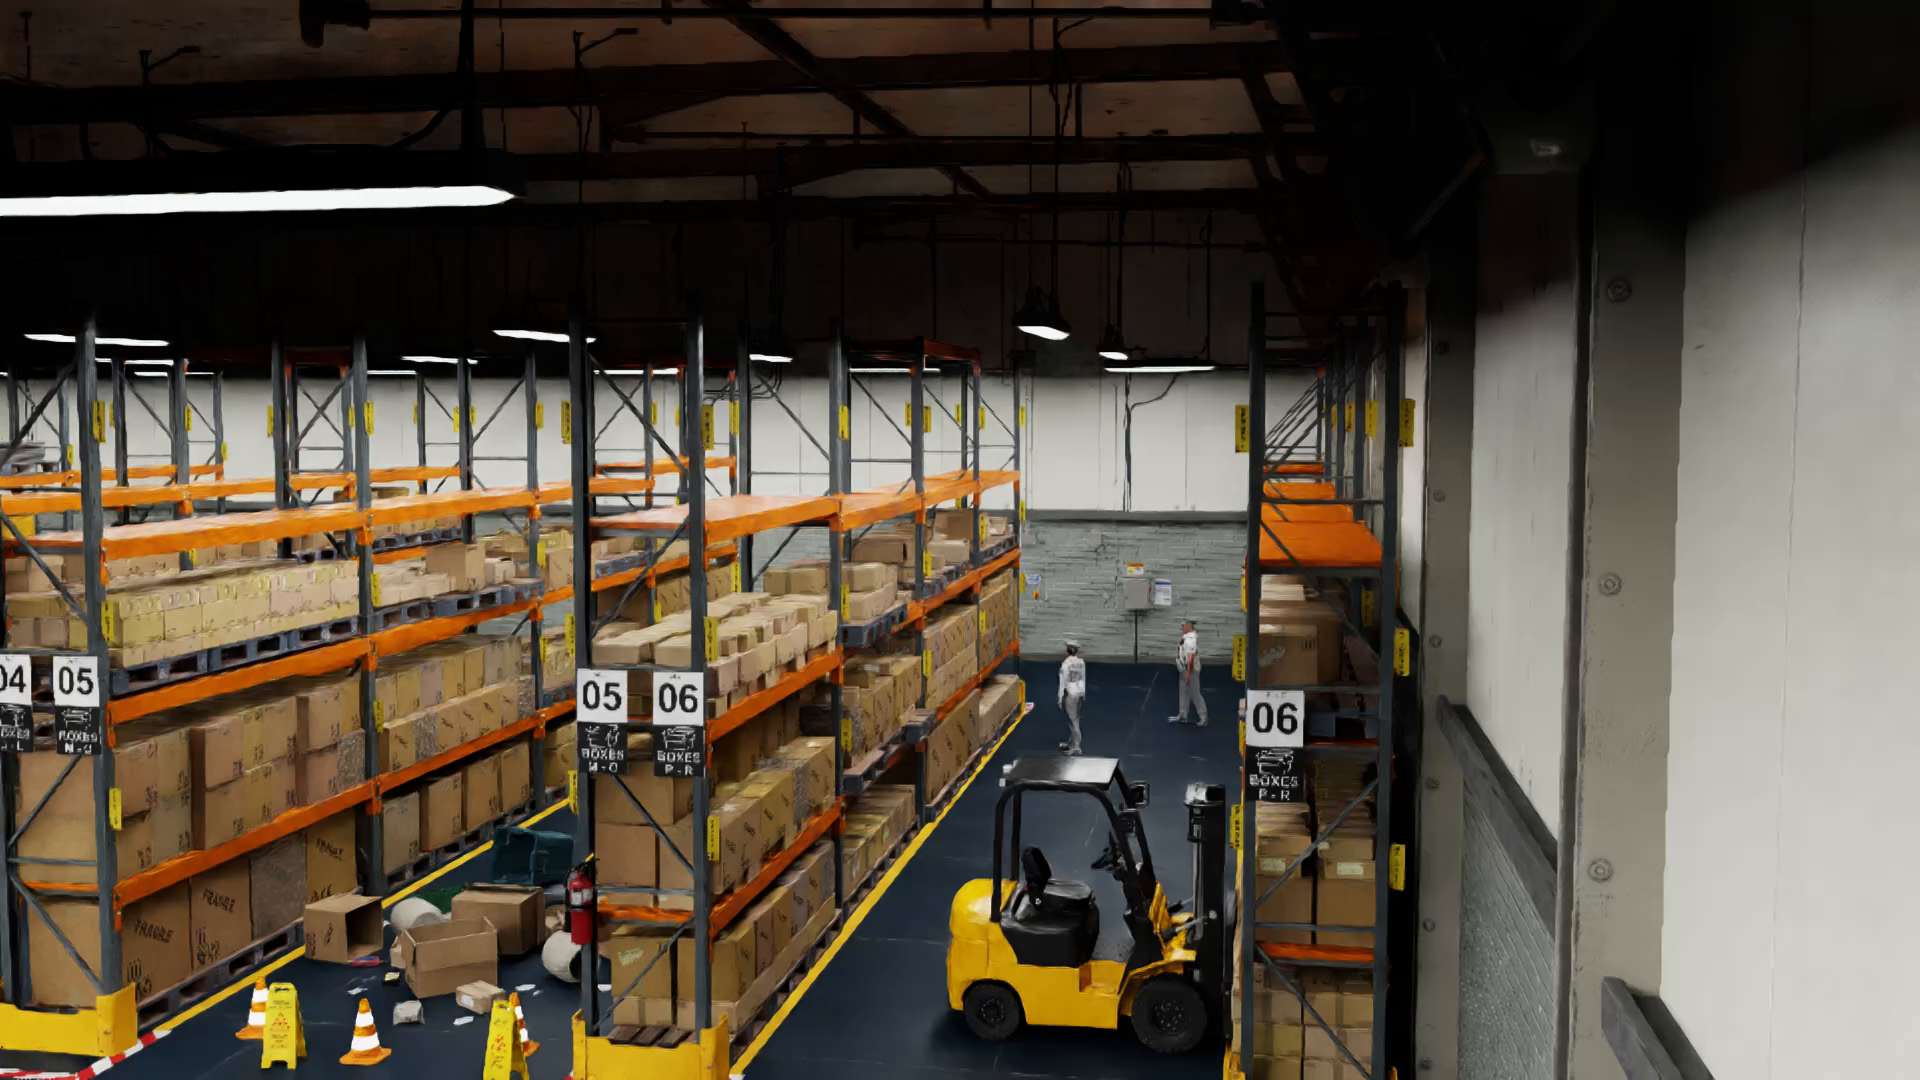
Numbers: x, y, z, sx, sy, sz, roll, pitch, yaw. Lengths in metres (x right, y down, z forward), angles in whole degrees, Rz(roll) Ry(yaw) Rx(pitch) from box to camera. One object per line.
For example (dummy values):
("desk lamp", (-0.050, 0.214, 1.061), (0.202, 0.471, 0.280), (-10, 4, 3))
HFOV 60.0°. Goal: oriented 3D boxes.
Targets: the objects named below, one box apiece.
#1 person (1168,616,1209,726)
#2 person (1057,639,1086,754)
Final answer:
("person", (3.727, 2.116, 27.064), (0.646, 1.742, 0.789), (0, 5, 3))
("person", (1.658, 2.324, 24.824), (0.538, 1.663, 0.573), (4, 6, 40))
